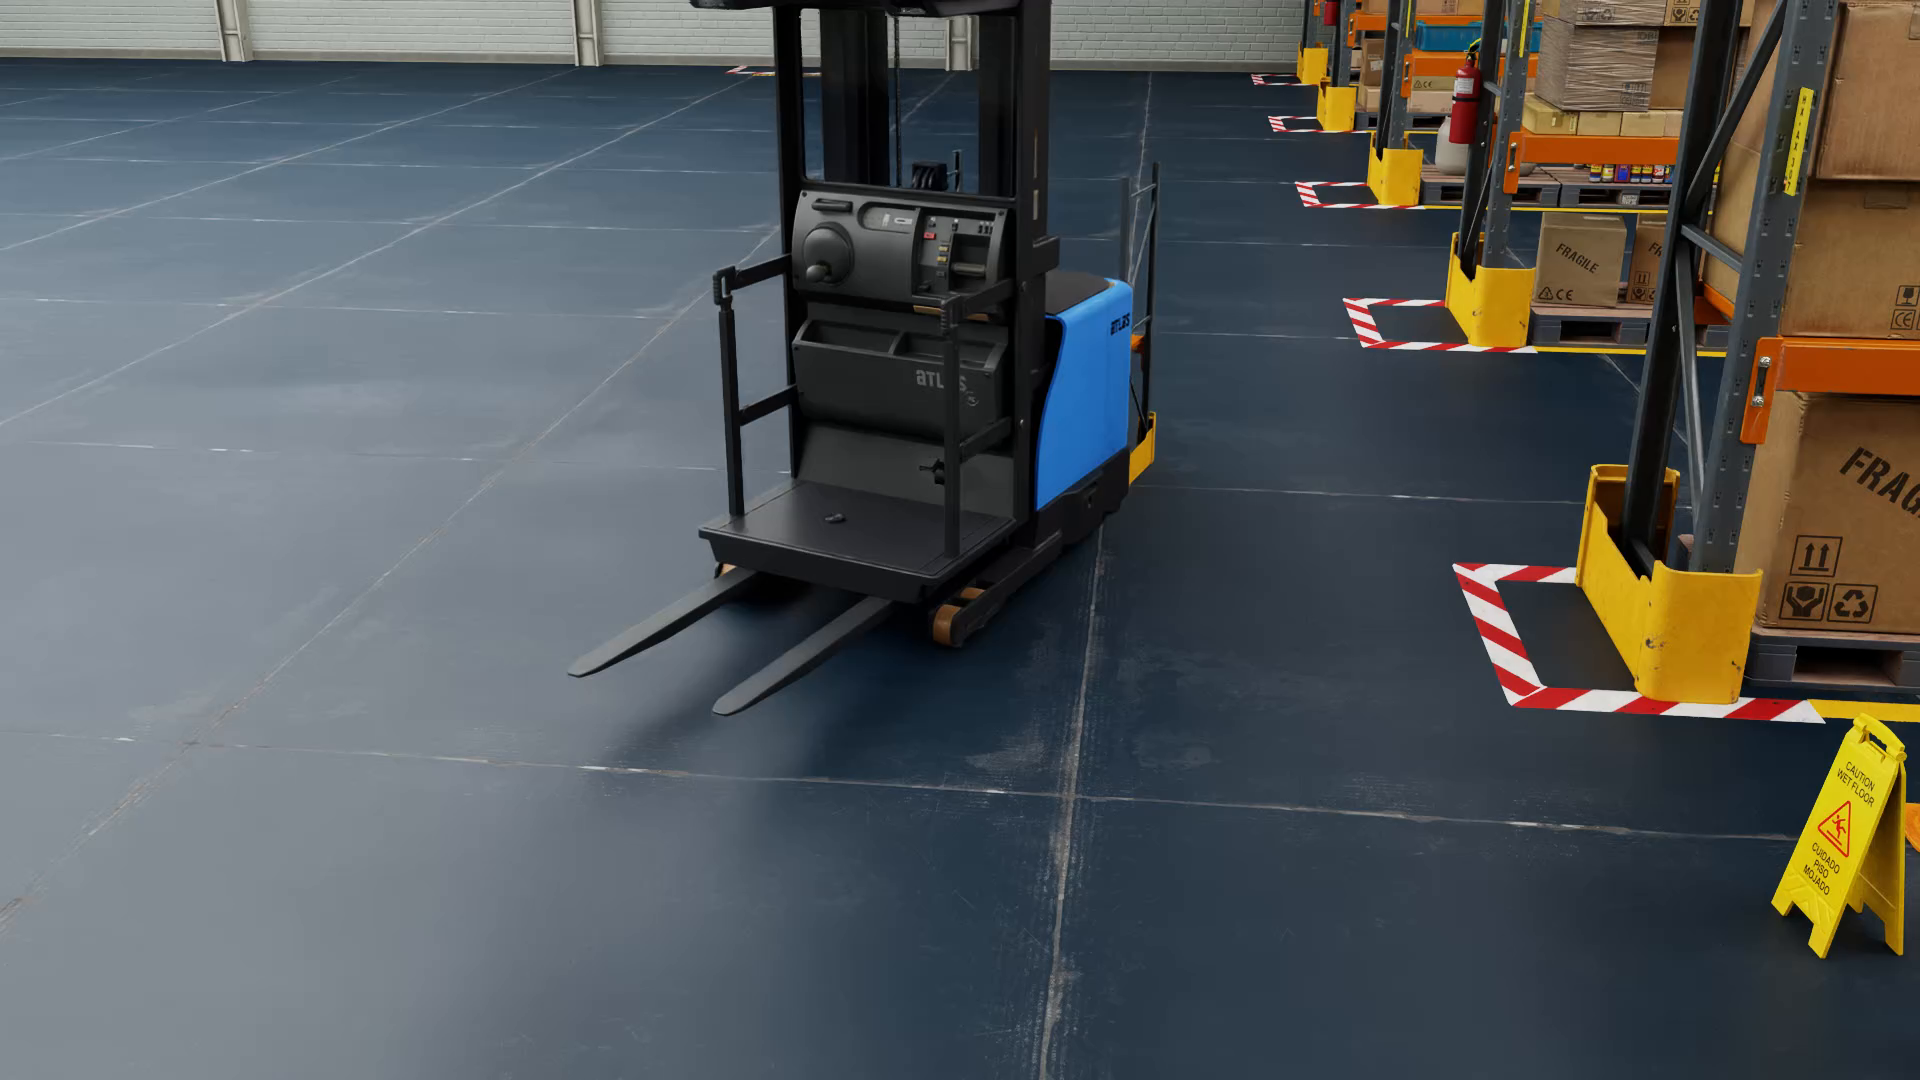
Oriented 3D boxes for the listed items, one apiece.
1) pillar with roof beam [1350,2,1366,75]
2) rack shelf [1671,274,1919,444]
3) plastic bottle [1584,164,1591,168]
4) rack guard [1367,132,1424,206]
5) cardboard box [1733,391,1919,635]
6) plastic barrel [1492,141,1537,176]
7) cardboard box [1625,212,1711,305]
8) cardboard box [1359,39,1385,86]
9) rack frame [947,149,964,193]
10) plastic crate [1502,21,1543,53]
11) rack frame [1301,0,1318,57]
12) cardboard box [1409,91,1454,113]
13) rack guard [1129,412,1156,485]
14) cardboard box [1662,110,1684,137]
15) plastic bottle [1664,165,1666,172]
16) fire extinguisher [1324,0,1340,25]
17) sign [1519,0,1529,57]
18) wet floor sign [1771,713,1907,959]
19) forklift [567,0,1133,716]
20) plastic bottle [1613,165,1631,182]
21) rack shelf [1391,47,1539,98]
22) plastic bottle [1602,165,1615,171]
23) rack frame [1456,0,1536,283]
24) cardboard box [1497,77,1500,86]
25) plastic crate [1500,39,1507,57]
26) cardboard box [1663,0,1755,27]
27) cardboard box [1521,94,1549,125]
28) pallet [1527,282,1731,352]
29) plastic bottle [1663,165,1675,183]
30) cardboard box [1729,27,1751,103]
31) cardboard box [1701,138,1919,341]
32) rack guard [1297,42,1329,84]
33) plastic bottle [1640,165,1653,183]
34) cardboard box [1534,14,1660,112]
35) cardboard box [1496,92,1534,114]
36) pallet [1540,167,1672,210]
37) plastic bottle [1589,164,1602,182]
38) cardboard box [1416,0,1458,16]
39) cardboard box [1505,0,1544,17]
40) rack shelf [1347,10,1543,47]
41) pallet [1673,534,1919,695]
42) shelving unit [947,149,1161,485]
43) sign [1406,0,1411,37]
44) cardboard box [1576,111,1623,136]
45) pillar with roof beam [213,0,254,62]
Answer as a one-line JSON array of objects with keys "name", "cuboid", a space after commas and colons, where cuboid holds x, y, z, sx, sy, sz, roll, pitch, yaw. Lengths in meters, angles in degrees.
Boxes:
[{"name": "pillar with roof beam", "cuboid": [5.445, -9.758, 19.883, 0.400, 9.000, 9.100, 2, 22, 6]}, {"name": "rack shelf", "cuboid": [4.708, -0.602, 5.860, 4.000, 0.370, 1.077, 2, 22, 6]}, {"name": "plastic bottle", "cuboid": [5.982, -3.661, 15.717, 0.133, 0.283, 0.061, 3, 22, 8]}, {"name": "rack guard", "cuboid": [4.070, -3.489, 15.585, 0.348, 0.500, 1.175, 2, 22, 6]}, {"name": "cardboard box", "cuboid": [3.403, -0.225, 6.247, 0.875, 0.875, 0.875, 3, 22, 7]}, {"name": "plastic barrel", "cuboid": [5.149, -3.654, 15.414, 0.421, 0.512, 0.421, 0, 22, 0]}, {"name": "cardboard box", "cuboid": [4.622, -1.816, 10.781, 0.500, 0.500, 0.500, 8, 23, 20]}, {"name": "cardboard box", "cuboid": [5.143, -5.797, 20.171, 0.500, 0.500, 0.500, 2, 22, 6]}, {"name": "rack frame", "cuboid": [-0.093, -1.162, 8.338, 0.032, 1.500, 0.500, 9, 23, 22]}, {"name": "plastic crate", "cuboid": [5.165, -4.626, 15.263, 0.408, 0.251, 0.499, 2, 22, 6]}, {"name": "rack frame", "cuboid": [5.155, -8.255, 24.239, 0.127, 3.000, 1.000, 2, 22, 6]}, {"name": "cardboard box", "cuboid": [5.579, -5.238, 19.777, 0.500, 0.250, 0.500, 2, 22, 6]}, {"name": "rack guard", "cuboid": [0.840, -0.433, 8.194, 0.087, 0.250, 0.587, 9, 23, 22]}, {"name": "cardboard box", "cuboid": [4.404, -2.576, 10.216, 0.250, 0.149, 0.380, 2, 22, 6]}, {"name": "plastic bottle", "cuboid": [6.606, -3.560, 15.471, 0.135, 0.276, 0.152, 2, 22, 6]}, {"name": "fire extinguisher", "cuboid": [4.513, -6.585, 20.120, 0.183, 0.674, 0.296, 2, 22, 6]}, {"name": "sign", "cuboid": [3.342, -3.034, 9.856, 0.005, 0.325, 0.100, 2, 22, 6]}, {"name": "wet floor sign", "cuboid": [2.460, 0.794, 4.554, 0.232, 0.644, 0.267, -1, 22, -3]}, {"name": "forklift", "cuboid": [-0.343, -1.136, 6.327, 1.130, 2.935, 3.031, 11, 24, 26]}, {"name": "plastic bottle", "cuboid": [5.975, -3.370, 14.981, 0.133, 0.283, 0.061, 3, 22, 7]}, {"name": "rack shelf", "cuboid": [5.975, -4.216, 15.004, 4.000, 0.370, 1.077, 2, 22, 6]}, {"name": "plastic bottle", "cuboid": [6.099, -3.600, 15.561, 0.133, 0.283, 0.061, 2, 22, 6]}, {"name": "rack frame", "cuboid": [3.406, -2.829, 10.516, 0.127, 3.000, 1.000, 2, 22, 6]}, {"name": "cardboard box", "cuboid": [6.077, -5.569, 19.595, 0.500, 0.500, 0.500, 2, 22, 6]}, {"name": "plastic crate", "cuboid": [4.840, -4.359, 14.744, 0.250, 0.136, 0.298, 2, 22, 6]}, {"name": "cardboard box", "cuboid": [4.416, -3.331, 9.886, 0.500, 0.500, 0.500, 2, 22, 6]}, {"name": "cardboard box", "cuboid": [3.713, -2.775, 10.722, 0.250, 0.149, 0.380, 2, 22, 6]}, {"name": "pallet", "cuboid": [4.284, -1.481, 10.899, 1.213, 0.211, 1.003, 2, 22, 6]}, {"name": "plastic bottle", "cuboid": [6.394, -3.353, 14.954, 0.097, 0.271, 0.097, 0, 22, 0]}, {"name": "cardboard box", "cuboid": [4.951, -2.965, 10.319, 0.500, 0.500, 0.875, 2, 22, 6]}, {"name": "cardboard box", "cuboid": [3.096, -1.093, 5.920, 0.550, 0.550, 0.875, 2, 22, 6]}, {"name": "rack guard", "cuboid": [5.230, -7.089, 24.691, 0.348, 0.500, 1.175, 2, 22, 6]}, {"name": "plastic bottle", "cuboid": [6.192, -3.362, 14.976, 0.097, 0.271, 0.097, 0, 22, 0]}, {"name": "cardboard box", "cuboid": [3.949, -2.980, 10.358, 0.500, 0.500, 0.875, 2, 22, 6]}, {"name": "cardboard box", "cuboid": [6.571, -5.193, 19.663, 0.500, 0.250, 0.500, 2, 22, 6]}, {"name": "pallet", "cuboid": [6.084, -3.264, 15.408, 1.213, 0.211, 1.003, 2, 22, 6]}, {"name": "plastic bottle", "cuboid": [5.753, -3.381, 15.025, 0.097, 0.271, 0.097, 0, 22, 0]}, {"name": "cardboard box", "cuboid": [5.560, -6.446, 19.530, 0.500, 0.500, 0.700, 3, 22, 8]}, {"name": "cardboard box", "cuboid": [6.575, -6.401, 19.416, 0.500, 0.500, 0.700, 3, 22, 8]}, {"name": "rack shelf", "cuboid": [6.562, -6.025, 19.578, 4.000, 0.370, 1.077, 2, 22, 6]}, {"name": "pallet", "cuboid": [3.525, 0.280, 6.444, 1.213, 0.211, 1.003, 2, 22, 6]}, {"name": "shelving unit", "cuboid": [0.383, -1.087, 8.148, 1.083, 1.500, 0.587, 9, 23, 22]}, {"name": "sign", "cuboid": [3.920, -4.566, 14.532, 0.005, 0.325, 0.100, 2, 22, 6]}, {"name": "cardboard box", "cuboid": [3.907, -2.595, 10.266, 0.250, 0.149, 0.380, 2, 22, 6]}, {"name": "pillar with roof beam", "cuboid": [-12.430, -10.537, 21.853, 0.400, 9.000, 9.100, 2, 22, 6]}]
